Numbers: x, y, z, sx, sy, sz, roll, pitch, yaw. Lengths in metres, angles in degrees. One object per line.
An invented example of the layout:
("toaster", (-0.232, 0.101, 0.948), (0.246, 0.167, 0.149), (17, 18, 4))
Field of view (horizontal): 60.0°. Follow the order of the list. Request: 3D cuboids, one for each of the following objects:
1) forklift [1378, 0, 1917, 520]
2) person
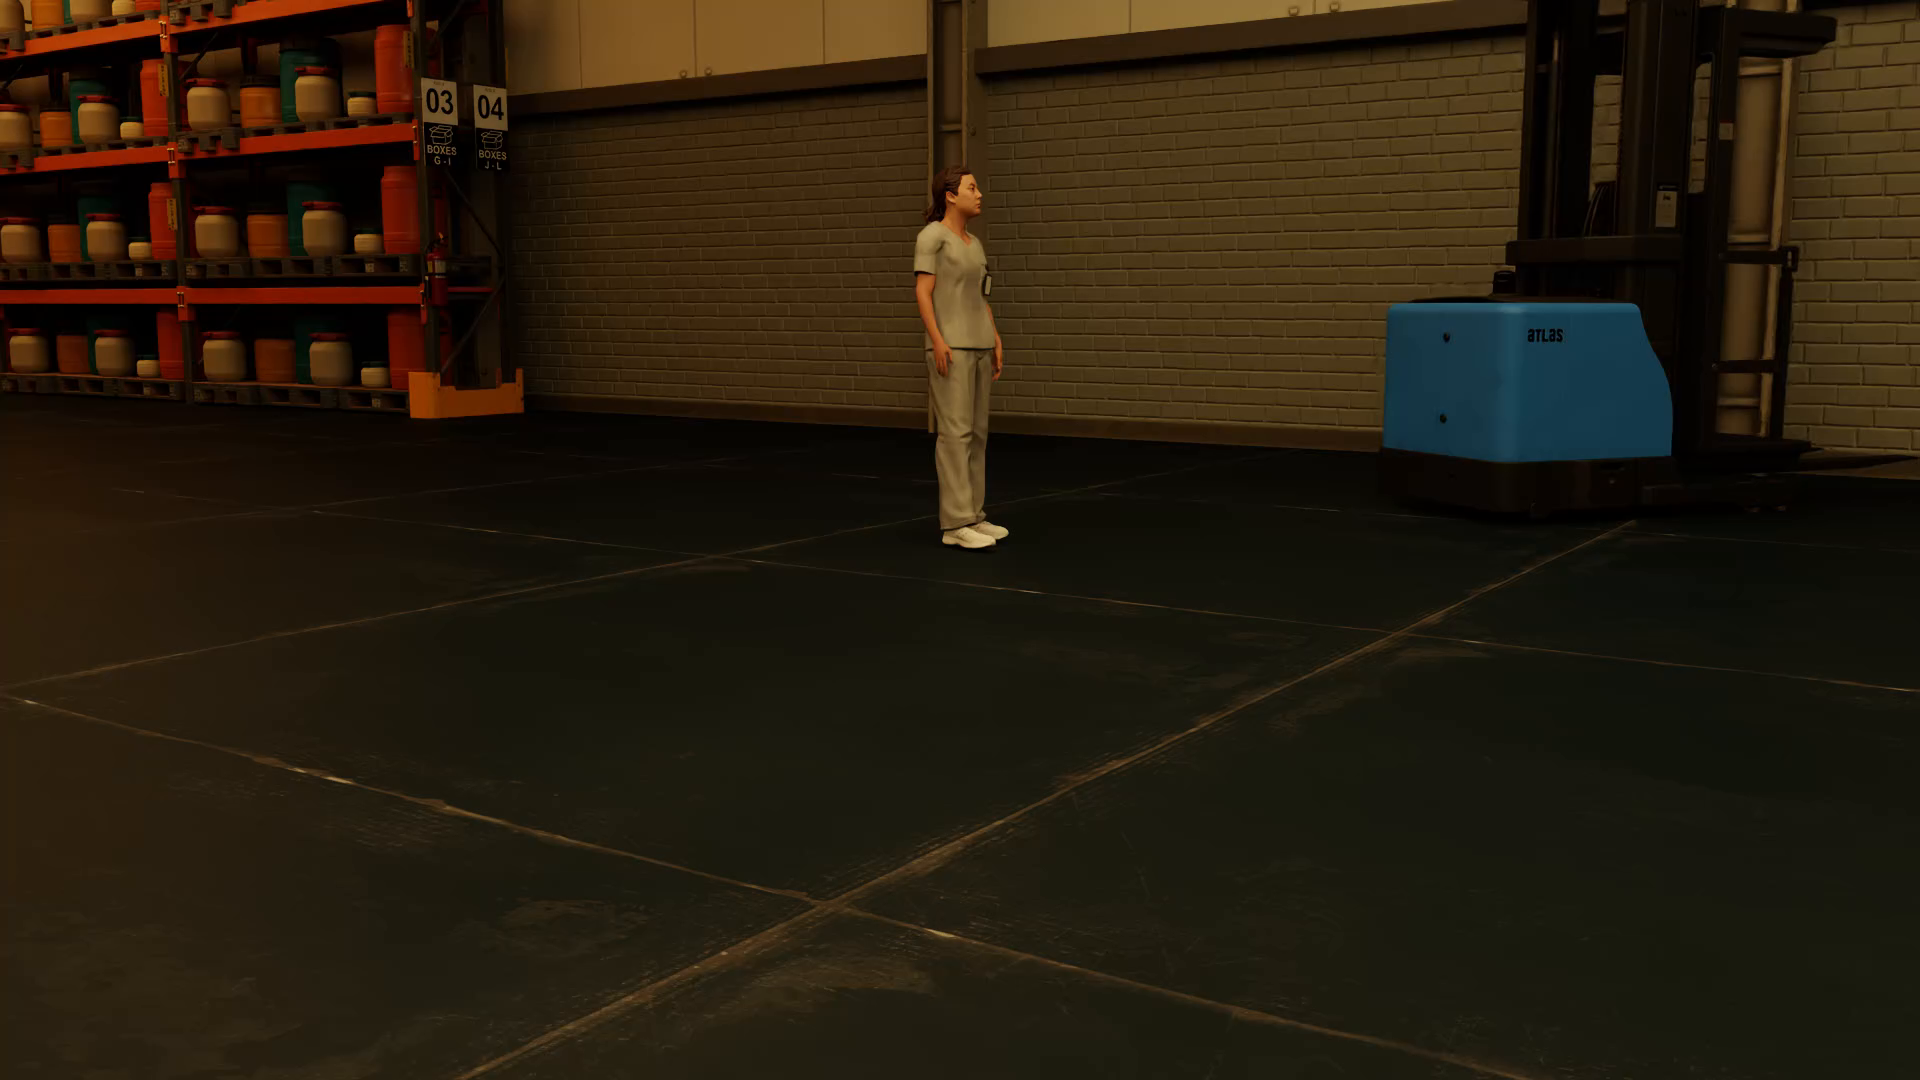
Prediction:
("forklift", (3.807, -1.656, 8.841), (3.031, 2.935, 1.130), (-3, 9, -22))
("person", (0.053, -0.829, 7.433), (0.549, 1.675, 0.549), (5, 10, 34))
